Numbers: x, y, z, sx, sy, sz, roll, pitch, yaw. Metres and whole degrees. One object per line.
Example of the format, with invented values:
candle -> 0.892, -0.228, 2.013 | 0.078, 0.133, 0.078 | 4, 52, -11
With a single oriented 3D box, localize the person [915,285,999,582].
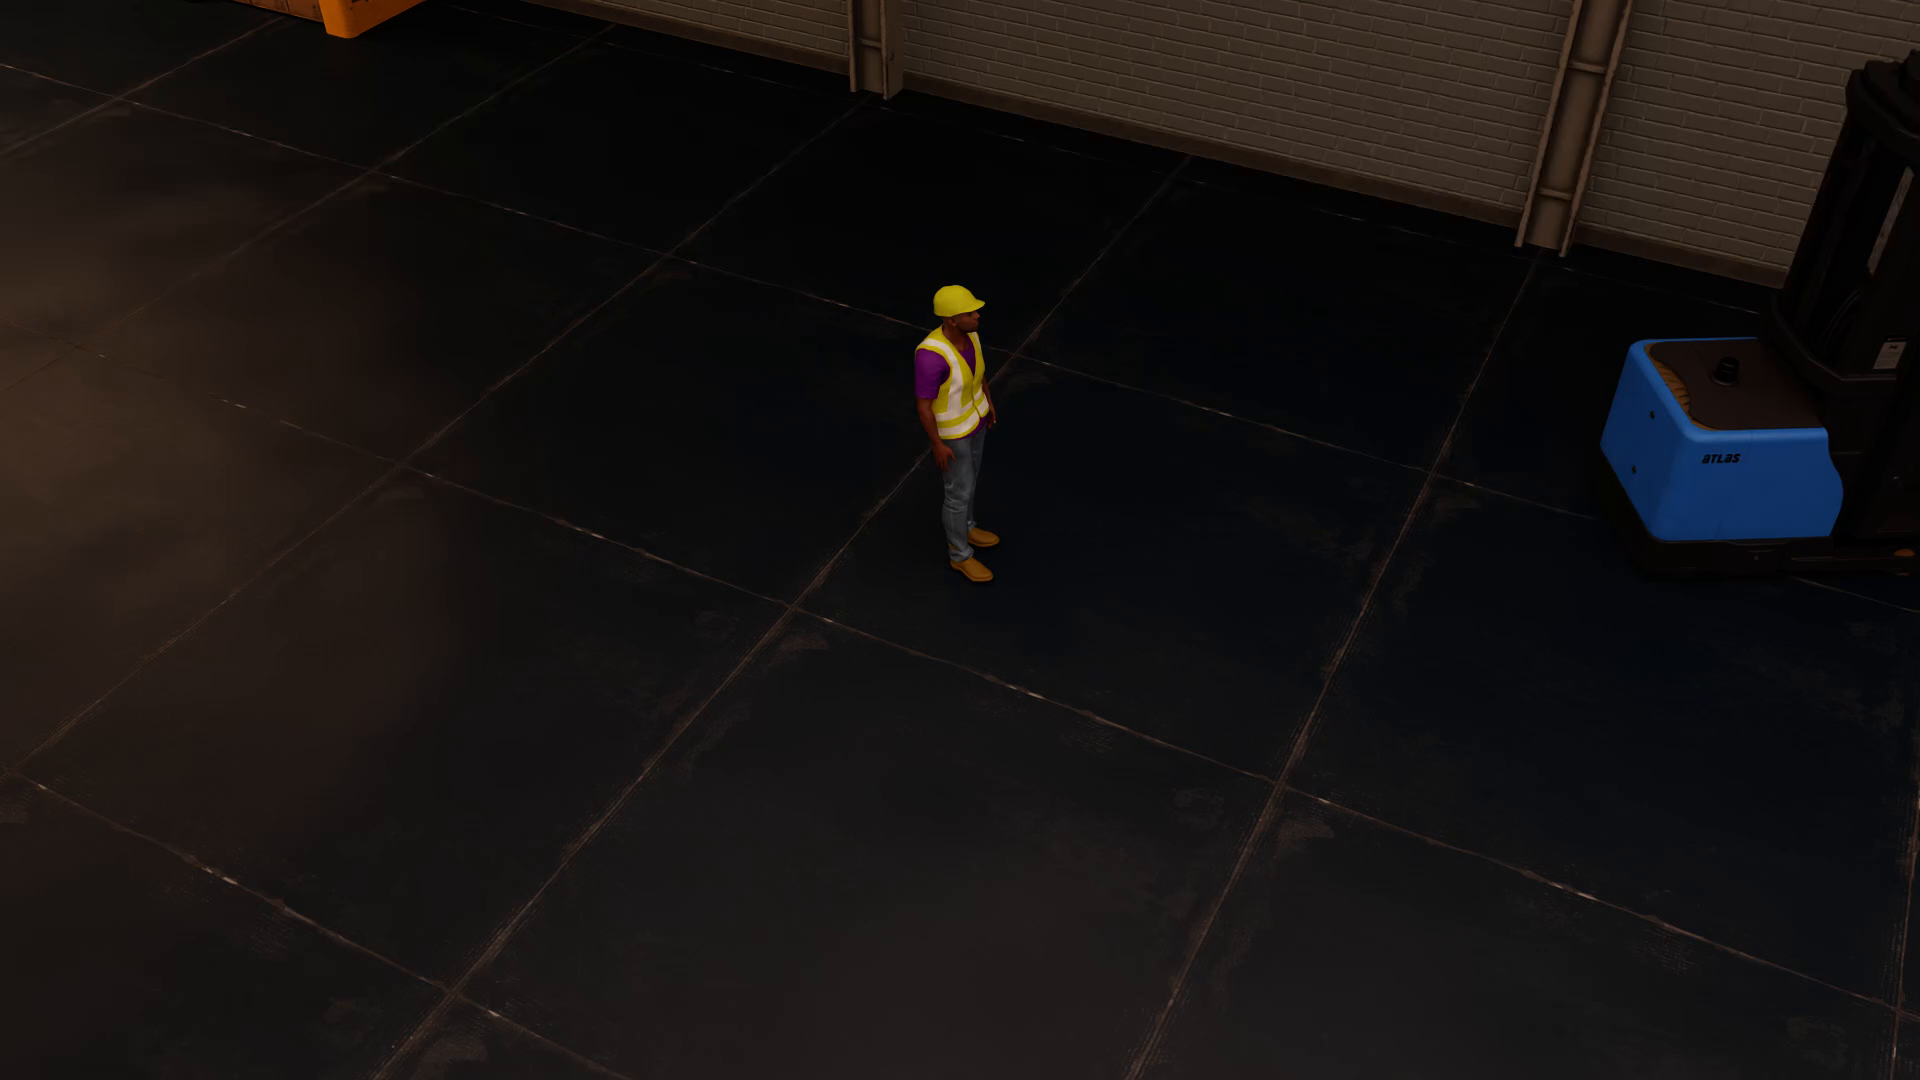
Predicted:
person -> 0.058, -0.657, 9.659 | 0.577, 1.765, 0.665 | 18, 43, 21

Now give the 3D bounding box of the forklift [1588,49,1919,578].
forklift -> 5.553, -1.247, 9.467 | 3.031, 2.935, 1.130 | -2, 40, -2
